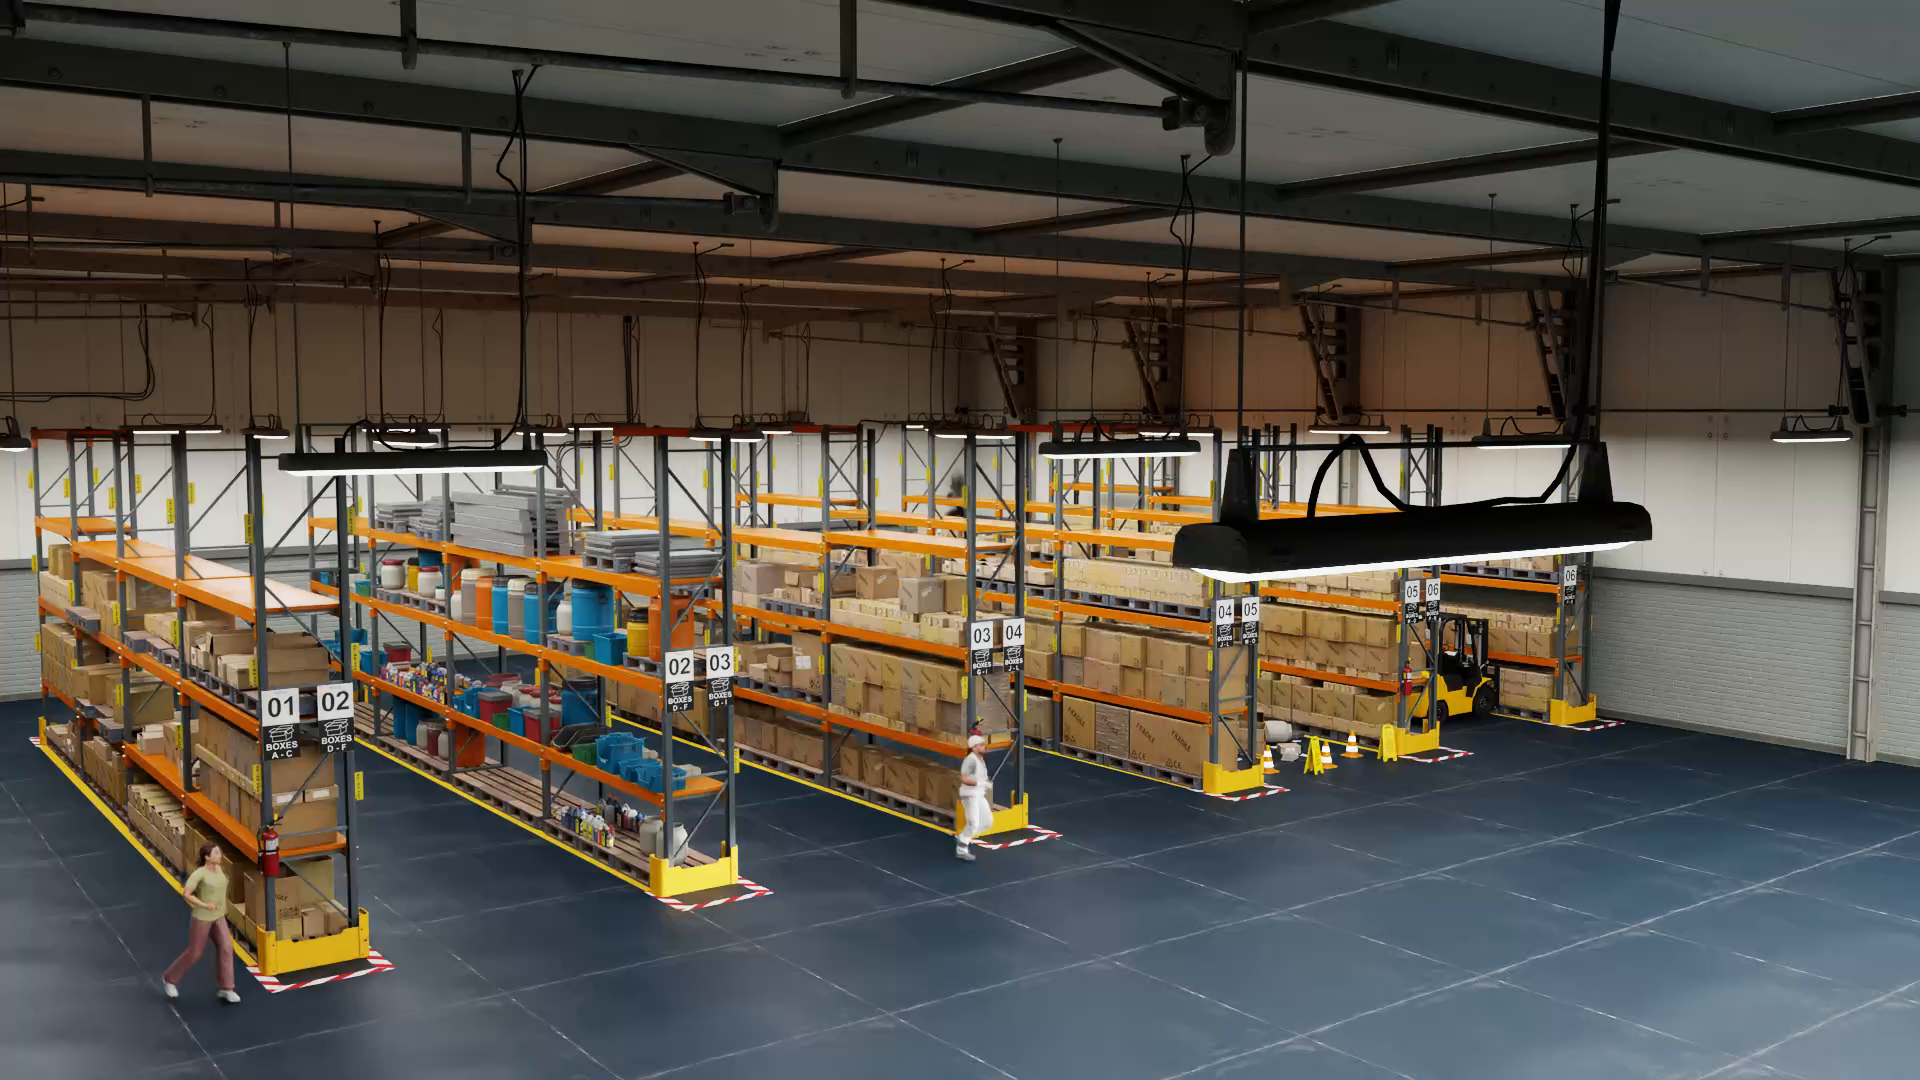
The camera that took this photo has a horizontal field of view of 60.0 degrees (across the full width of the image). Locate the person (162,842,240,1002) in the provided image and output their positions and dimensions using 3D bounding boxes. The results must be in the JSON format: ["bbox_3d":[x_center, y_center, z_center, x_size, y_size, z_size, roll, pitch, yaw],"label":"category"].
[{"bbox_3d":[-8.070,4.083,17.917,0.947,1.651,0.640,2,5,19],"label":"person"}]

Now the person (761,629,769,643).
[{"bbox_3d":[-4.929,2.161,41.891,0.668,1.698,0.717,0,4,3],"label":"person"}]

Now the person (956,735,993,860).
[{"bbox_3d":[0.255,3.618,23.461,0.600,1.729,0.672,2,5,25],"label":"person"}]
